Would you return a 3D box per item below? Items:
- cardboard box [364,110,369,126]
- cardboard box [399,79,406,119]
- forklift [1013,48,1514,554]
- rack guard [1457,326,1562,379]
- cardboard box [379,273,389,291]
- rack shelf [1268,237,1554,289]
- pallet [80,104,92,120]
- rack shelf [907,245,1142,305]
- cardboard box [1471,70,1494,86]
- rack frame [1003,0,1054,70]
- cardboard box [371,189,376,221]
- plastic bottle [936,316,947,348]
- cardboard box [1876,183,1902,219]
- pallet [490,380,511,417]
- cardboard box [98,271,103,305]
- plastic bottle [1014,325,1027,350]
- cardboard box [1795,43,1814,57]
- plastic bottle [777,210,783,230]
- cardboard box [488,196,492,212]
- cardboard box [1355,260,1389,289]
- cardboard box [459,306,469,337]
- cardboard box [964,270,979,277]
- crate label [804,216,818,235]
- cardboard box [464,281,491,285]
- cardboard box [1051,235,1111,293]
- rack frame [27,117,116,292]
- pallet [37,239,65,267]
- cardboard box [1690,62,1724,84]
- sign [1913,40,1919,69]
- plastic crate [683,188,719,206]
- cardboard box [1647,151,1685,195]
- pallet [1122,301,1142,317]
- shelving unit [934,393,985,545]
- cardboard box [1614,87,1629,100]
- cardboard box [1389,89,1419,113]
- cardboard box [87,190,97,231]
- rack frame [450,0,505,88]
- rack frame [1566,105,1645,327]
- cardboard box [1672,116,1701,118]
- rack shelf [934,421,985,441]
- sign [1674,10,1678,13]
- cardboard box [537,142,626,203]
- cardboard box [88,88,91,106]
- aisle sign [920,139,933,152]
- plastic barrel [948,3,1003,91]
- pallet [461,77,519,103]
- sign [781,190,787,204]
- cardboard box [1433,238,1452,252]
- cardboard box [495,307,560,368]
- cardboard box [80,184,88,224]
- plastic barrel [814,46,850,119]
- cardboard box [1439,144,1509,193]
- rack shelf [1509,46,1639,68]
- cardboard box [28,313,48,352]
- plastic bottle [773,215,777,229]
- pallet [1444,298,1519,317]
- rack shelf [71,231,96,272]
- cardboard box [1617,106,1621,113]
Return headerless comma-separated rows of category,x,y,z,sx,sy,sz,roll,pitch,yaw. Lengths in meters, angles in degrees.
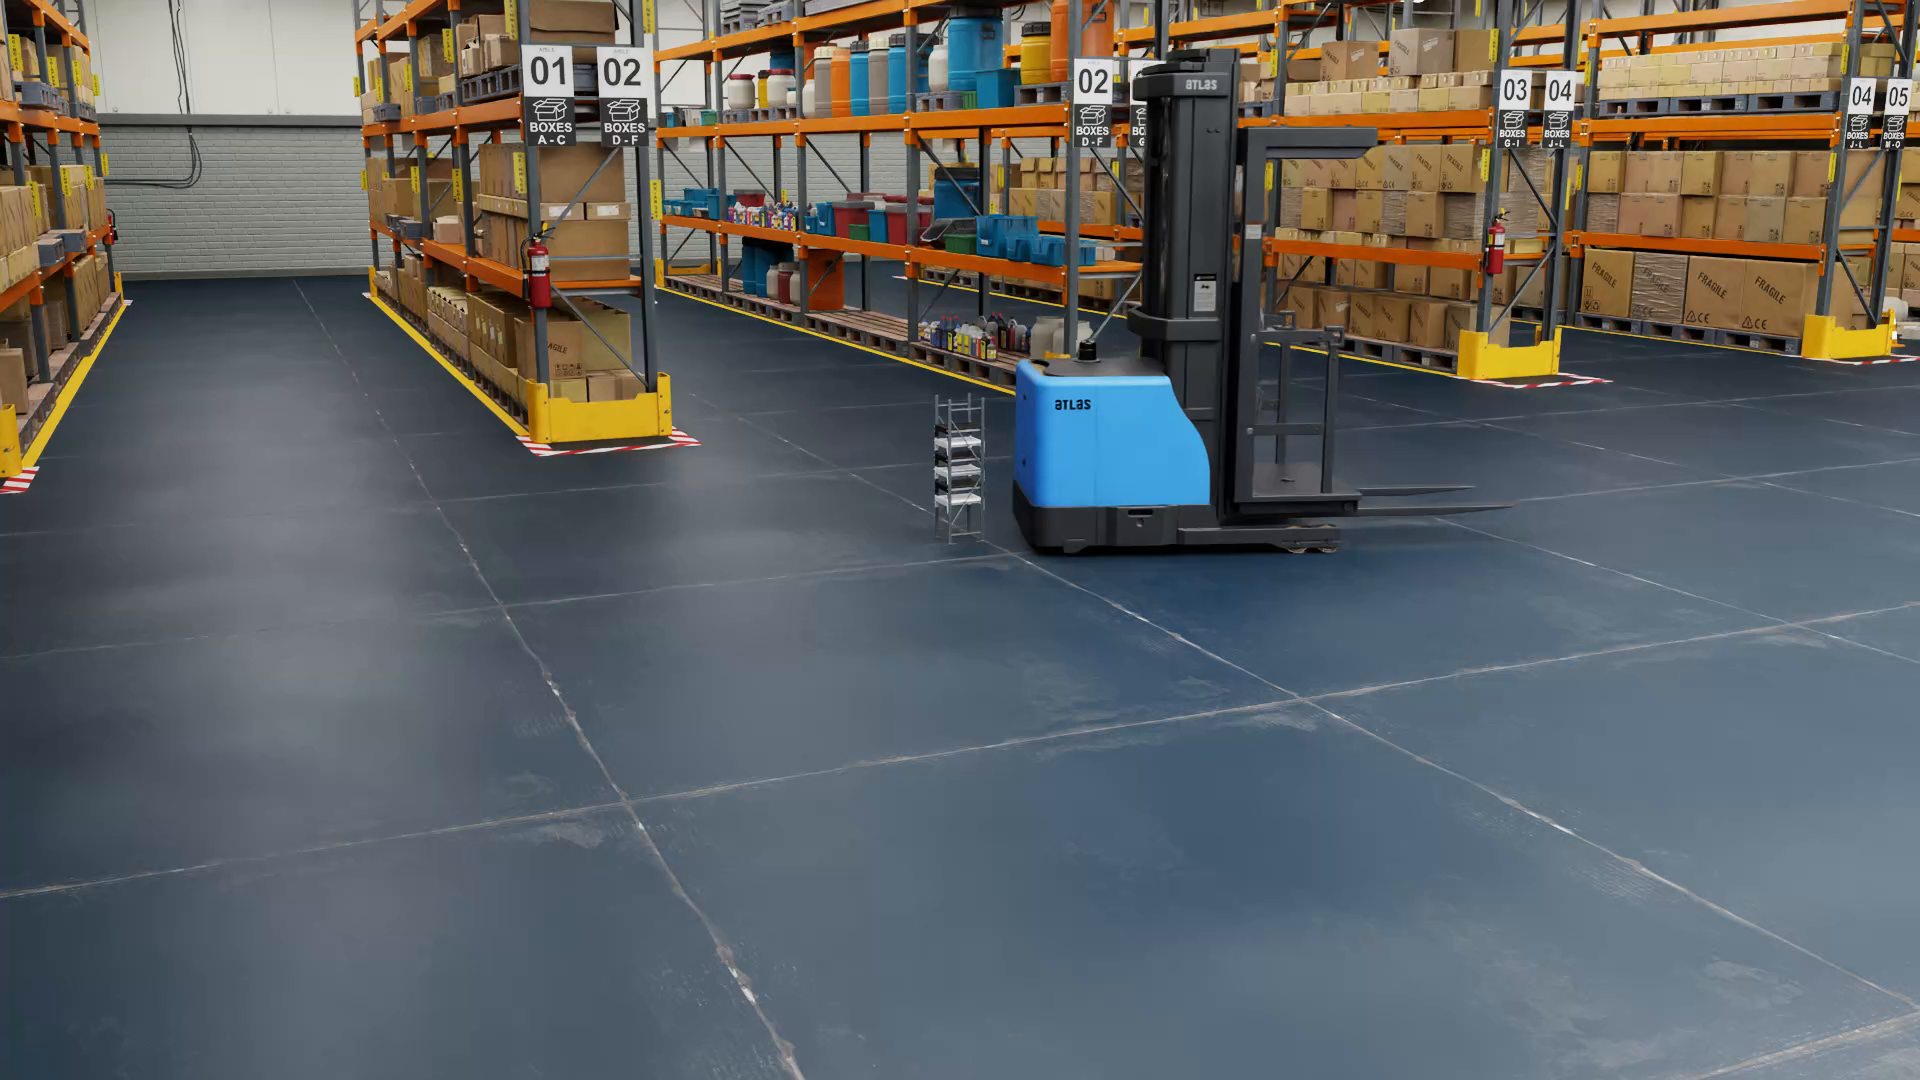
cardboard box,-9.318,-6.813,26.834,0.500,0.250,0.500,-6,14,-23
cardboard box,-6.893,-5.815,21.969,0.910,0.500,0.500,-6,14,-23
forklift,1.890,-1.464,10.196,3.031,2.935,1.130,-1,13,-5
rack guard,5.977,-2.044,18.094,1.175,0.500,0.348,-6,14,-23
cardboard box,-9.121,-4.188,26.936,0.500,0.250,0.500,-6,14,-23
rack shelf,5.207,-3.309,19.611,1.077,0.370,4.000,-6,14,-23
pallet,-13.218,-6.223,24.151,1.003,0.211,1.213,-6,14,-23
rack shelf,0.668,-2.862,17.678,1.077,0.370,4.000,-6,14,-23
cardboard box,5.611,-4.858,17.504,0.380,0.149,0.250,-6,14,-23
rack frame,1.201,-8.648,27.780,1.000,3.000,0.127,-6,14,-23
cardboard box,-9.332,-5.485,27.196,0.500,0.500,0.500,-6,14,-24
plastic bottle,-0.190,-2.345,18.749,0.144,0.351,0.185,-5,14,-21
cardboard box,13.629,-4.944,24.197,0.500,0.500,0.500,-6,14,-23
pallet,-3.900,-1.400,15.950,1.003,0.211,1.213,-6,14,-23
cardboard box,-12.819,-3.638,24.049,0.700,0.500,0.500,-6,14,-24
plastic bottle,0.657,-2.266,18.571,0.152,0.276,0.135,-5,14,-22
cardboard box,10.048,-5.745,19.523,0.380,0.149,0.250,-6,14,-23
plastic bottle,-2.566,-4.588,23.826,0.097,0.271,0.097,0,13,0
cardboard box,-4.431,-3.312,16.365,0.380,0.149,0.250,-6,14,-23
cardboard box,6.885,-4.426,27.451,0.500,0.500,0.500,-6,14,-23
cardboard box,-5.098,-2.375,17.902,0.500,0.311,0.500,-6,14,-23
cardboard box,0.649,-5.225,30.073,0.875,0.875,0.875,-6,14,-23
crate label,-1.910,-4.249,22.449,0.303,0.233,0.416,-6,14,-23
cardboard box,-6.196,-3.122,21.773,0.500,0.500,0.500,-5,14,-21
cardboard box,2.196,-4.398,26.501,1.225,0.875,0.875,-6,14,-23
rack frame,-14.017,-5.210,26.228,1.000,3.000,0.127,-6,14,-23
pallet,-9.383,-2.808,16.277,1.003,0.211,1.213,-6,14,-23
cardboard box,9.539,-5.847,20.850,0.500,0.250,0.500,-5,14,-22
sign,11.104,-5.648,19.356,0.100,0.325,0.005,-6,14,-23
plastic crate,-4.634,-6.099,29.857,0.616,0.435,0.499,-6,14,-23
cardboard box,9.524,-4.793,21.698,0.875,0.550,0.550,-6,14,-23
pallet,3.115,-3.379,24.502,1.003,0.211,1.213,-6,14,-23
shelving unit,-0.003,-0.440,10.276,0.258,0.900,0.210,-6,14,-23
cardboard box,8.931,-5.933,22.104,0.380,0.149,0.250,-6,14,-23
cardboard box,5.182,-4.921,18.660,0.500,0.250,0.500,-5,14,-22
cardboard box,-12.617,-4.643,23.114,0.980,0.700,0.700,-5,14,-22
rack frame,-4.673,-6.102,16.776,1.000,3.000,0.127,-6,14,-23
rack frame,8.991,-4.500,23.161,1.000,3.000,0.127,-6,14,-23
cardboard box,12.254,-7.108,27.554,0.700,0.500,0.500,-6,14,-23
rack shelf,-0.003,-0.671,10.222,0.258,0.077,0.200,-6,14,-23
sign,14.323,-10.441,33.278,0.100,0.325,0.005,-6,14,-23
cardboard box,-3.267,-3.142,14.193,0.700,0.500,0.500,-6,14,-23
cardboard box,-13.271,-6.617,24.834,0.500,0.250,0.500,-6,14,-25
aisle sign,-0.705,-7.806,31.681,0.394,0.787,0.004,-6,14,-23
plastic barrel,0.168,-5.320,18.010,0.600,0.901,0.708,-6,14,-23
pallet,-4.307,-4.423,16.373,1.003,0.211,1.213,-6,14,-23
sign,-2.833,-5.462,26.705,0.100,0.325,0.005,-6,14,-23
cardboard box,5.458,-3.263,18.373,0.380,0.149,0.250,-6,14,-23
cardboard box,-3.972,-1.872,15.309,0.500,0.500,0.500,-6,14,-23
cardboard box,-11.785,-4.410,21.845,0.500,0.500,0.500,-6,14,-23
plastic barrel,-1.605,-5.968,21.740,0.600,0.901,0.600,0,13,0
cardboard box,5.561,-4.019,17.981,0.500,0.500,0.500,-6,14,-23
rack shelf,11.082,-8.585,29.988,1.077,0.370,4.000,-6,14,-23
cardboard box,-9.941,-2.089,17.312,0.700,0.500,0.500,-5,14,-22
plastic bottle,-2.644,-4.594,24.007,0.097,0.201,0.097,0,13,0
pallet,8.120,-3.547,25.225,1.003,0.211,1.213,-6,14,-23
rack shelf,-11.614,-3.620,20.953,1.077,0.370,4.000,-6,14,-23
cardboard box,11.594,-7.575,28.634,0.797,0.503,0.637,-7,15,-26
